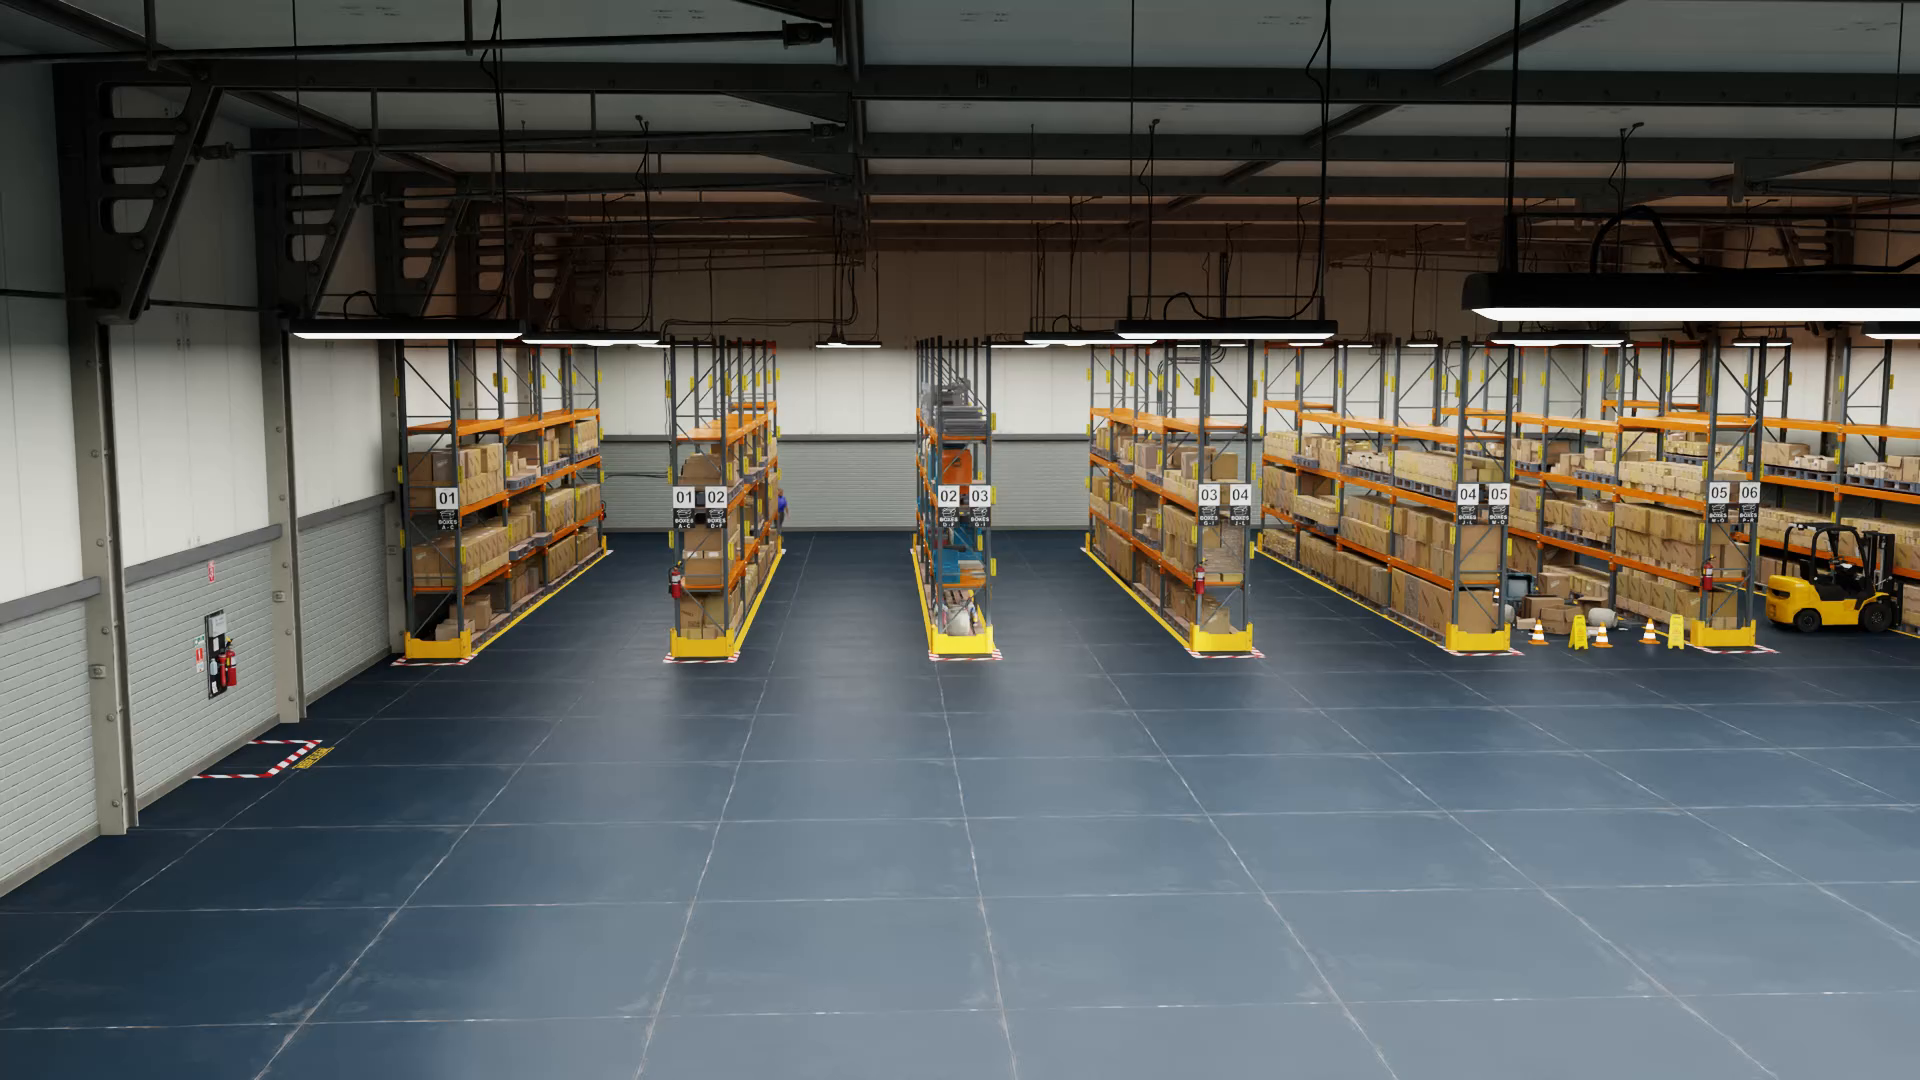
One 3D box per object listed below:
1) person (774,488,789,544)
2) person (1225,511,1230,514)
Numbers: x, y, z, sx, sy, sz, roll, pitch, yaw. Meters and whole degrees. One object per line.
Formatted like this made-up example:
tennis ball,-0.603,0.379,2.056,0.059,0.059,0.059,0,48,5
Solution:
person,-5.385,-0.735,49.703,0.476,1.619,0.987,-4,8,-34
person,7.585,-0.561,47.989,0.880,1.632,0.468,-6,9,-44
